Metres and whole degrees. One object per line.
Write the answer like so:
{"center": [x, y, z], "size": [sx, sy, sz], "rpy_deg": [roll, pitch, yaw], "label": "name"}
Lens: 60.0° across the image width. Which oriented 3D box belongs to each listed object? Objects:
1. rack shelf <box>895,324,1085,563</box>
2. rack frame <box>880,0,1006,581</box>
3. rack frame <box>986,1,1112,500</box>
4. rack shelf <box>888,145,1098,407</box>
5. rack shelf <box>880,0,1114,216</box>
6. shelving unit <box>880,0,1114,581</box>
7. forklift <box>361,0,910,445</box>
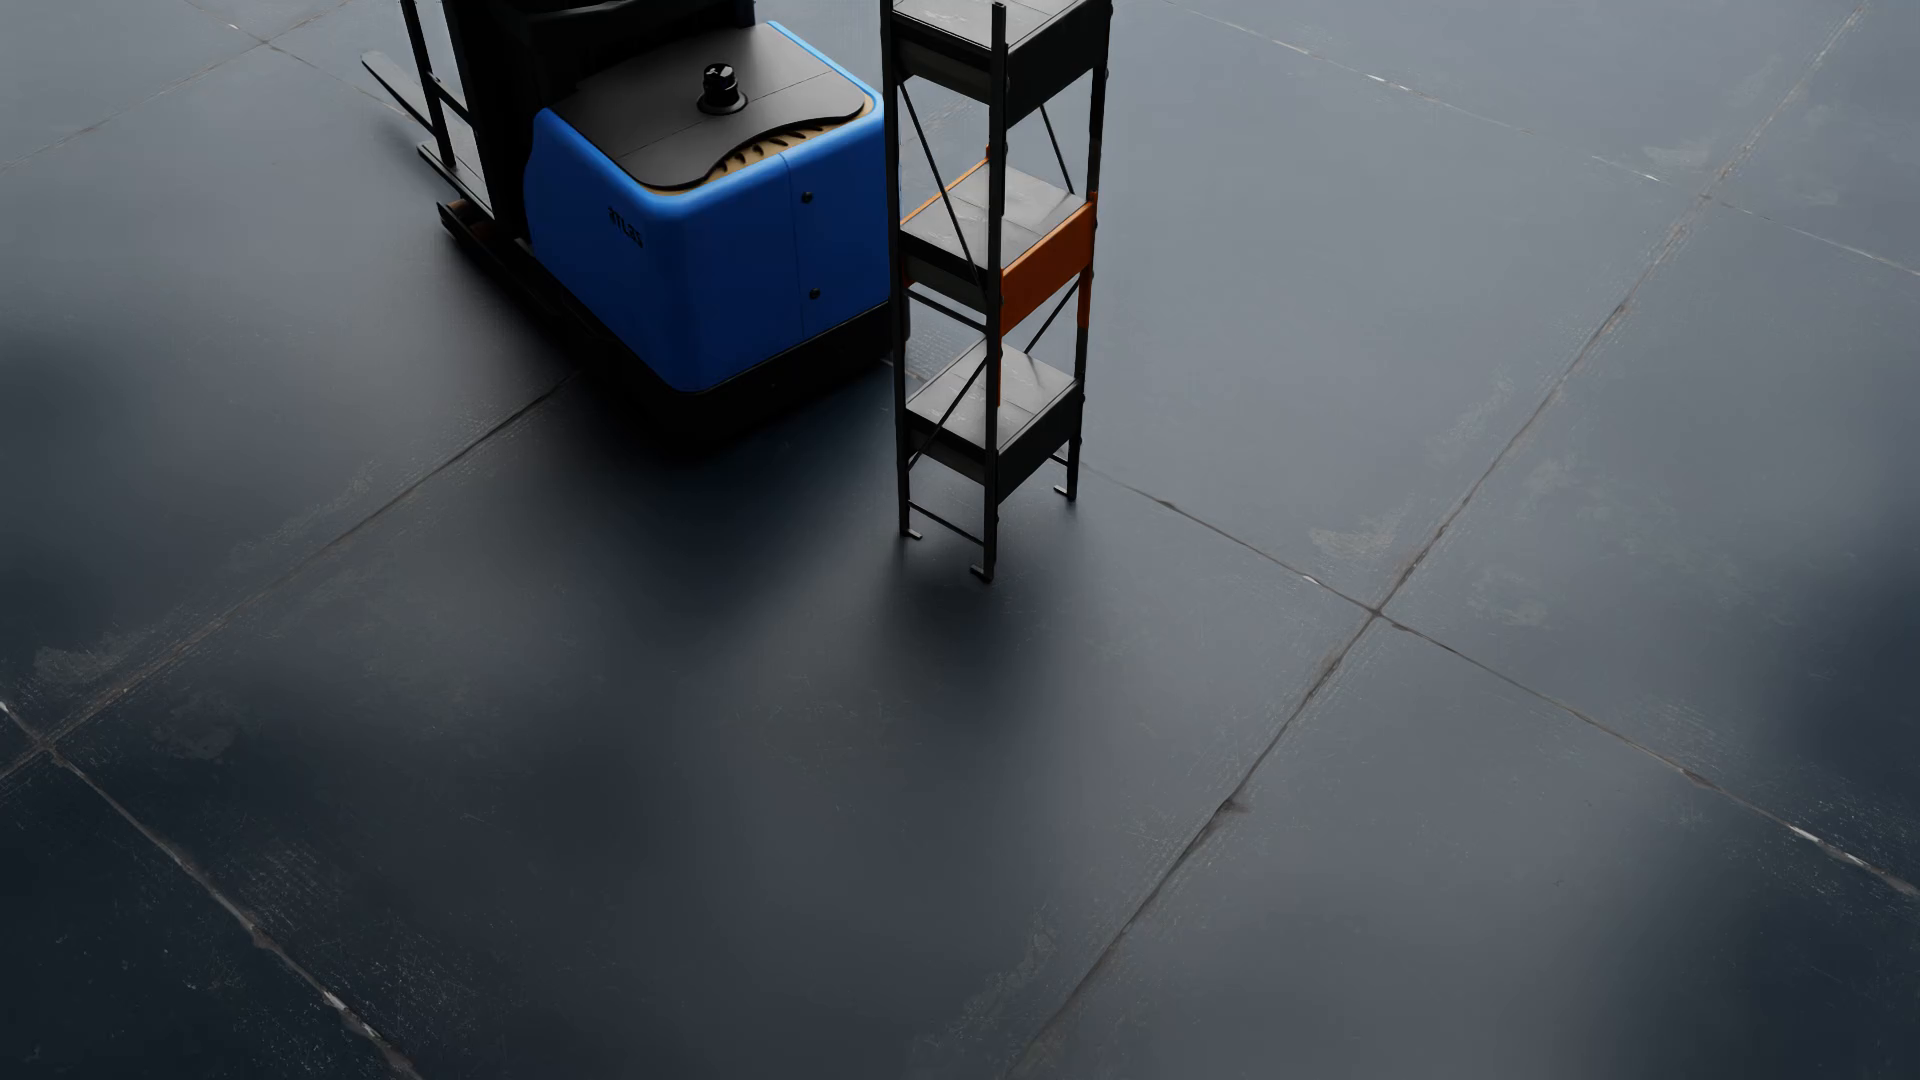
{"center": [0.101, -0.327, 5.597], "size": [0.431, 0.518, 0.480], "rpy_deg": [29, 53, 25], "label": "rack shelf"}
{"center": [-0.048, -0.680, 4.948], "size": [0.400, 2.100, 0.015], "rpy_deg": [29, 53, 25], "label": "rack frame"}
{"center": [0.250, -0.960, 5.215], "size": [0.400, 2.100, 0.015], "rpy_deg": [29, 53, 25], "label": "rack frame"}
{"center": [0.101, -0.811, 5.091], "size": [0.431, 0.518, 0.480], "rpy_deg": [29, 53, 25], "label": "rack shelf"}
{"center": [0.101, -1.294, 4.585], "size": [0.431, 0.518, 0.480], "rpy_deg": [29, 53, 25], "label": "rack shelf"}
{"center": [0.101, -0.820, 5.081], "size": [0.431, 2.100, 0.503], "rpy_deg": [29, 53, 25], "label": "shelving unit"}
{"center": [-1.508, -2.360, 5.977], "size": [1.130, 2.935, 3.031], "rpy_deg": [-30, 53, -26], "label": "forklift"}
